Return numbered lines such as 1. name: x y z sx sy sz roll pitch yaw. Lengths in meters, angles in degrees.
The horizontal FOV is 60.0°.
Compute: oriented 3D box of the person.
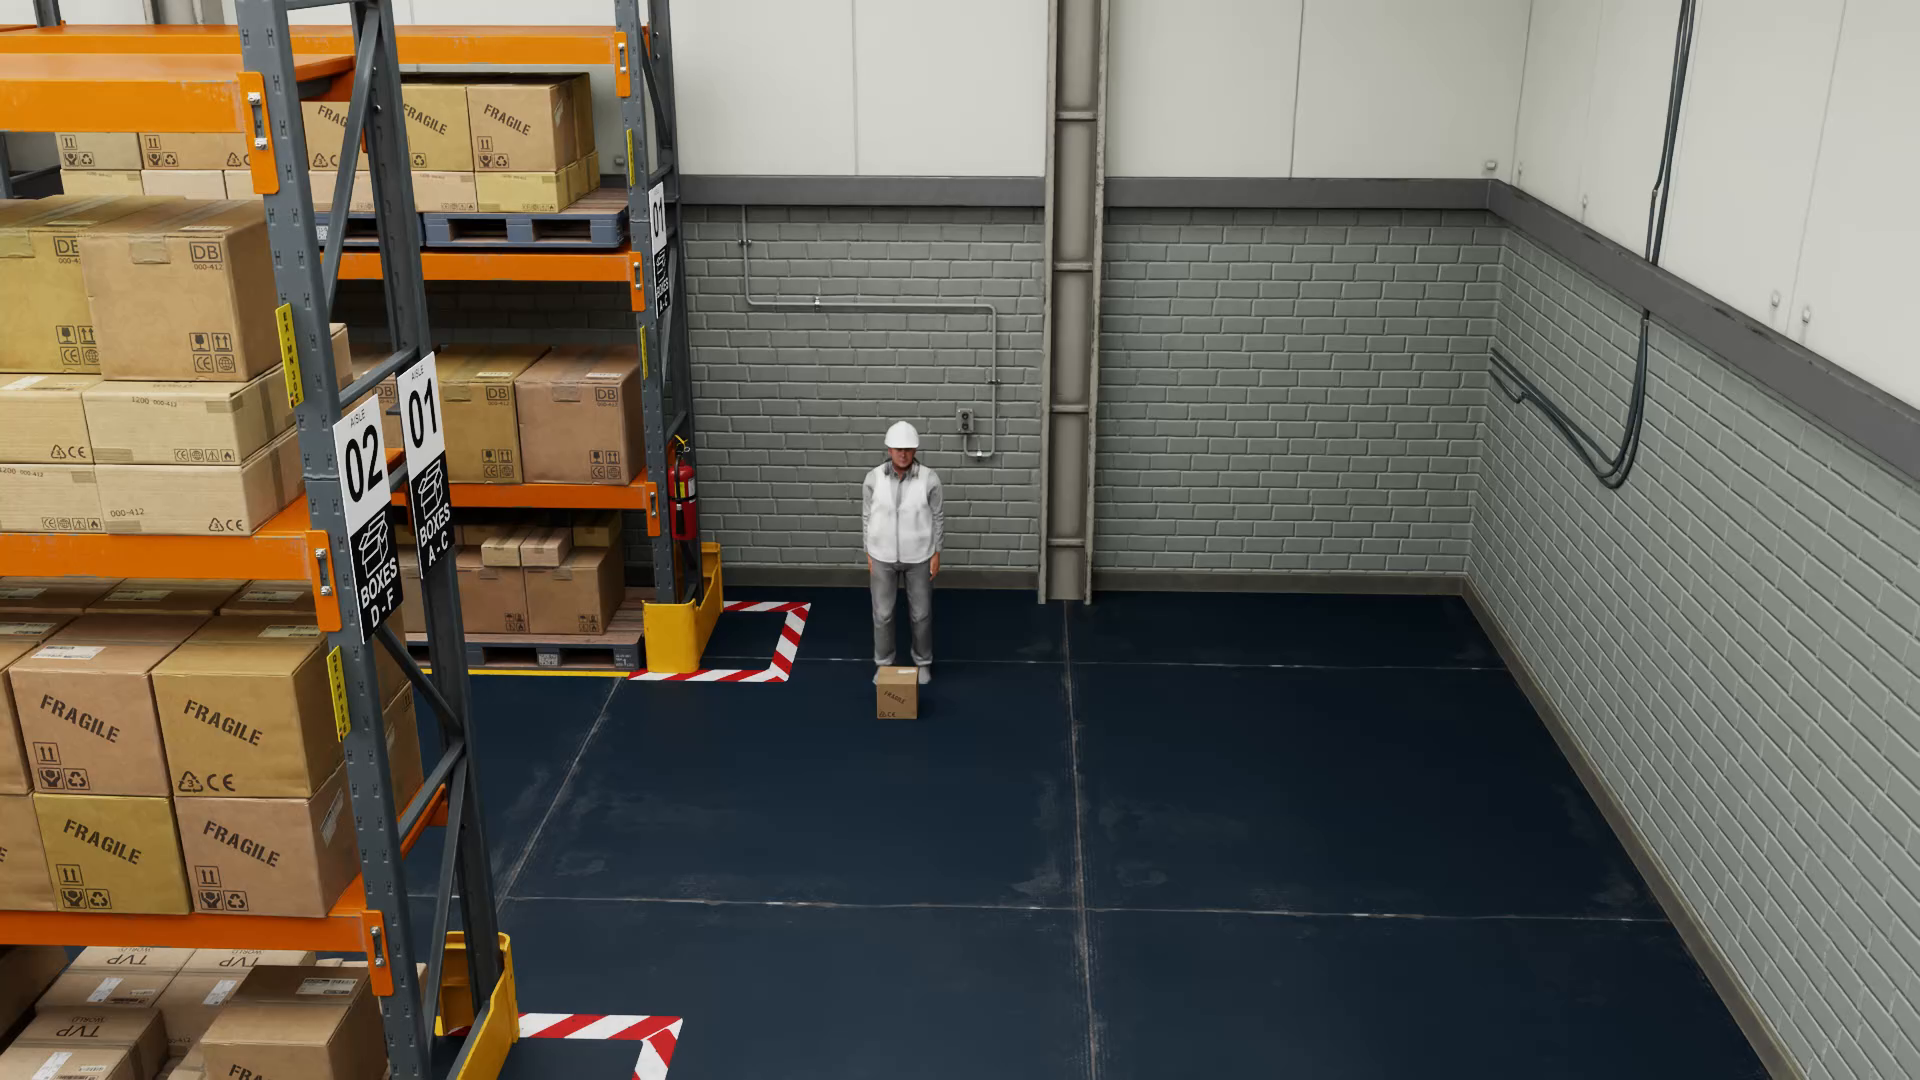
1. person: -0.367 0.115 10.802 0.532 1.811 0.366 1 21 3
